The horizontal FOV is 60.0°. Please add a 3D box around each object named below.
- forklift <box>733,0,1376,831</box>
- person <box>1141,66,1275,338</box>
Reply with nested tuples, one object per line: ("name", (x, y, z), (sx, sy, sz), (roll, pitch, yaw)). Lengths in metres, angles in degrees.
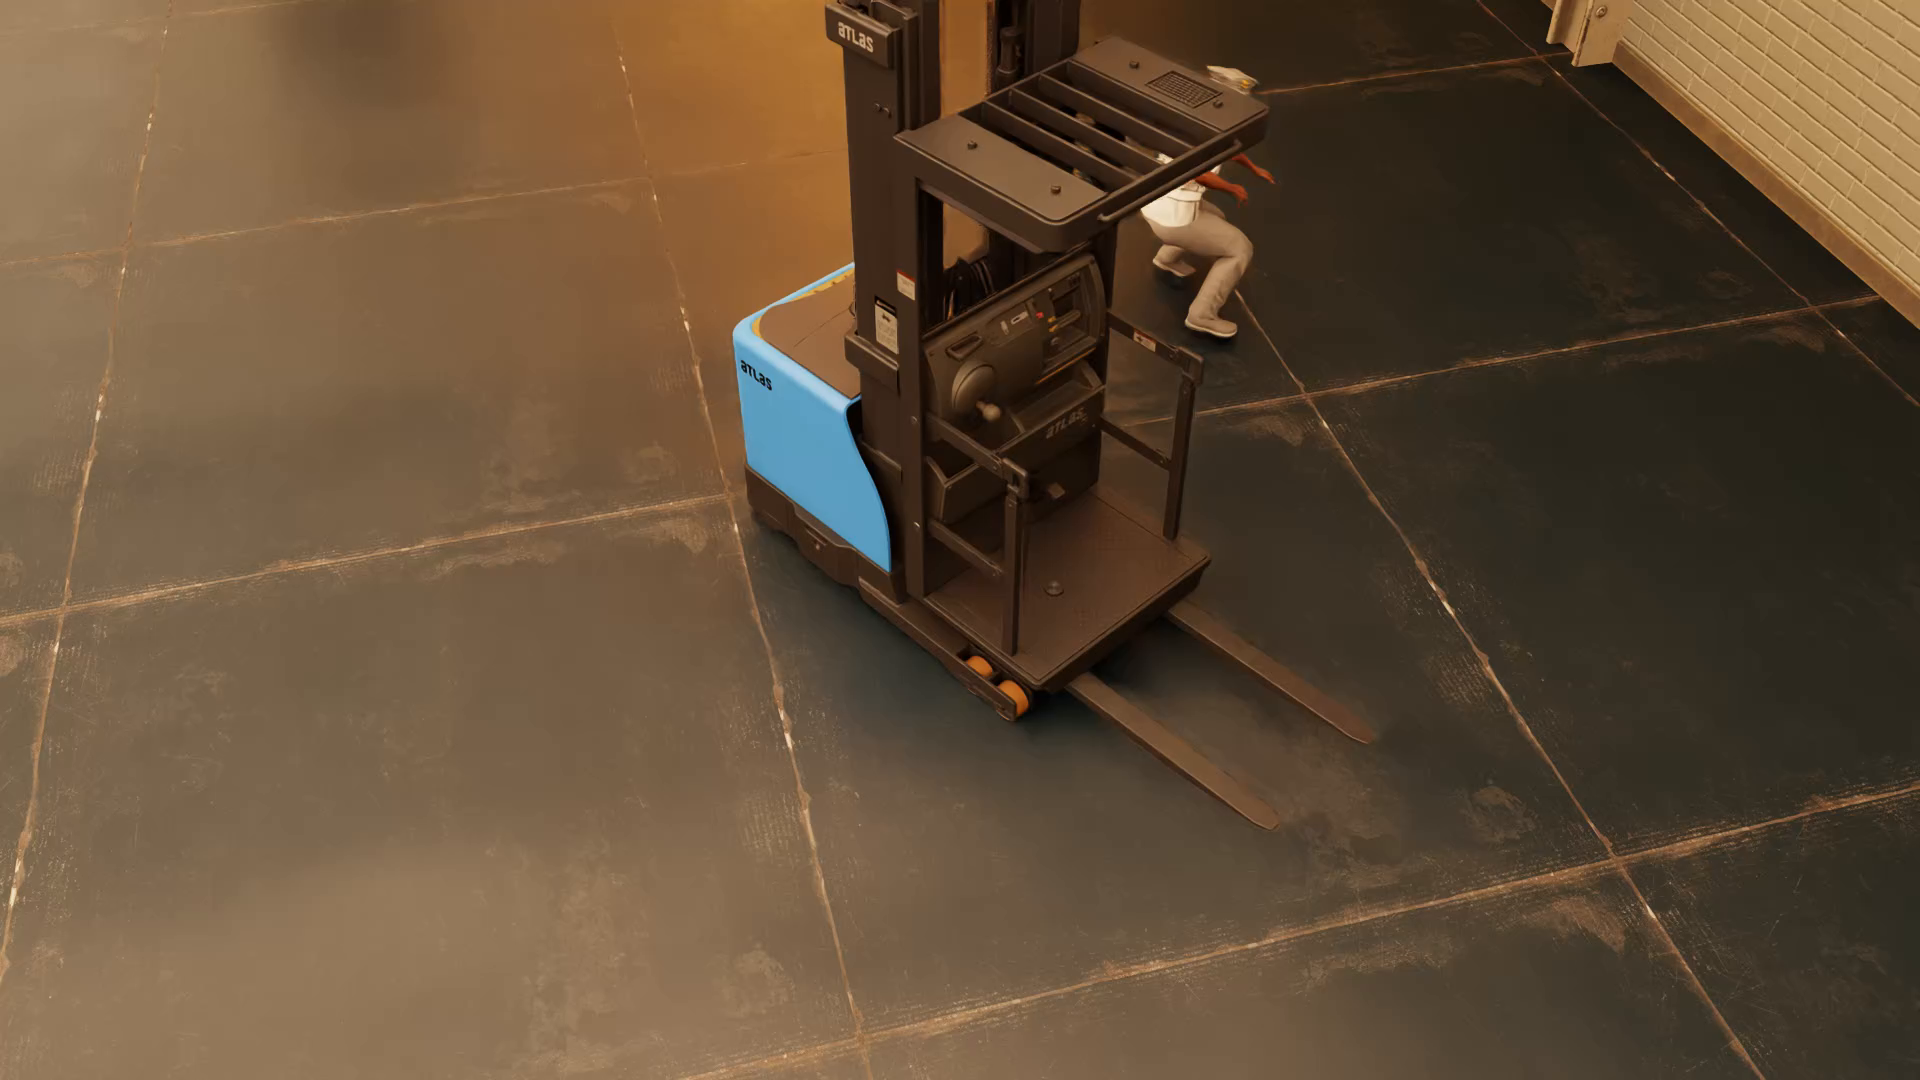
("forklift", (0.376, -0.714, 6.401), (1.130, 2.935, 3.031), (-33, 53, -30))
("person", (1.321, -1.787, 8.676), (0.811, 1.452, 0.793), (-4, 44, -4))
